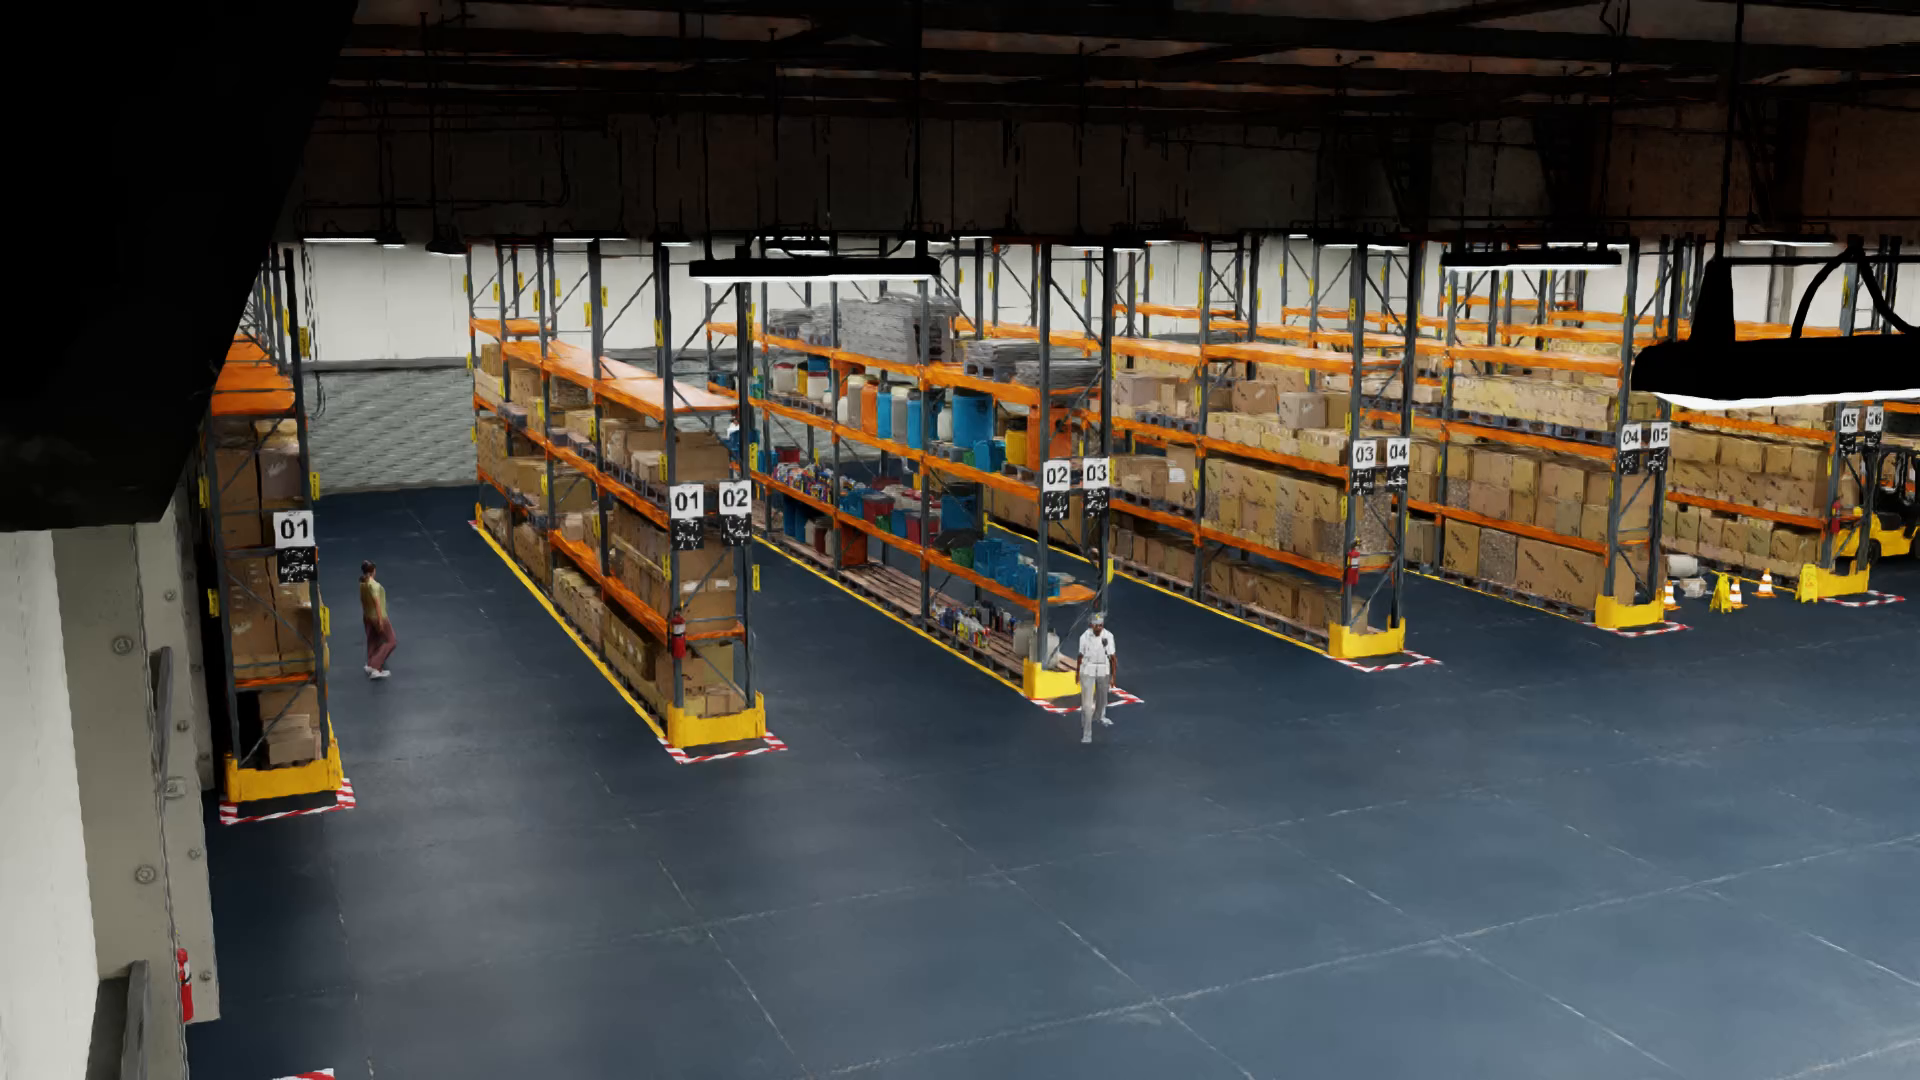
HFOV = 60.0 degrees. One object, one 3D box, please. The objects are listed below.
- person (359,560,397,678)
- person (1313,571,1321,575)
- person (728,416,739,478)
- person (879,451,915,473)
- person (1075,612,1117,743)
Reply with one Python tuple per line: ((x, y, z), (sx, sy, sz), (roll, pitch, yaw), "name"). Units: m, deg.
((-8.114, 1.108, 23.033), (0.492, 1.669, 0.435), (9, 14, 40), "person")
((6.363, -0.219, 30.008), (0.447, 1.571, 1.065), (-5, 12, -26), "person")
((-5.536, -2.213, 40.229), (0.506, 1.658, 0.713), (4, 12, 19), "person")
((-1.651, -2.516, 41.590), (0.712, 1.697, 0.830), (-10, 15, -41), "person")
((1.683, 1.628, 20.481), (0.505, 1.610, 0.935), (0, 11, -2), "person")
